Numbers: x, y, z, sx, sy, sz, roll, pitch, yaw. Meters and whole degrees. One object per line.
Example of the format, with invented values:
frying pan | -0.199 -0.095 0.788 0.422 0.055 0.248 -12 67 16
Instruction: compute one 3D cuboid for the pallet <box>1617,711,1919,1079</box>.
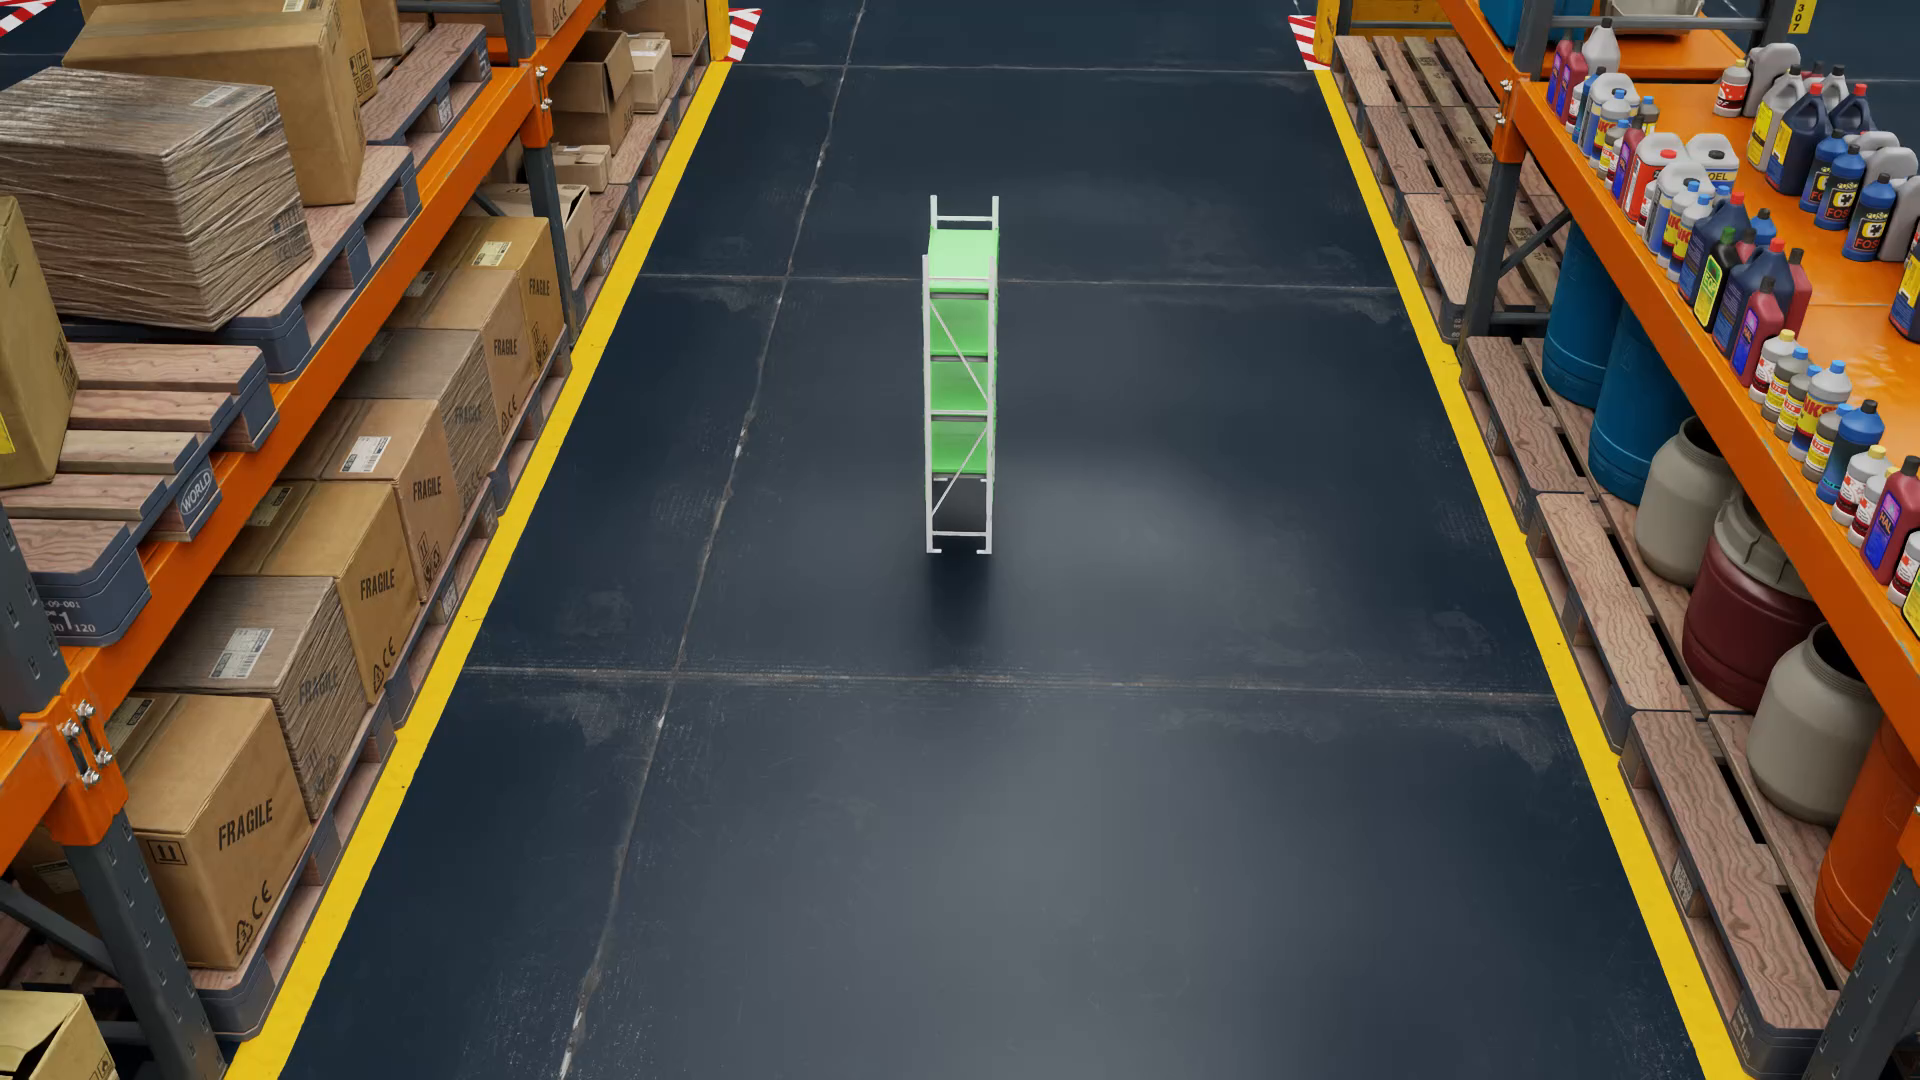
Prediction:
pallet | 2.544 0.968 4.690 1.003 0.211 1.213 1 35 2

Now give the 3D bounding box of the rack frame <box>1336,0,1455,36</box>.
rack frame | 2.876 -4.316 9.782 1.000 3.000 0.127 1 35 2

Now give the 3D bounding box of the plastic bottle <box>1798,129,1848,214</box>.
plastic bottle | 2.862 -1.224 5.494 0.097 0.271 0.097 0 35 0

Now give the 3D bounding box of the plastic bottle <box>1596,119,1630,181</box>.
plastic bottle | 2.265 -1.347 5.731 0.097 0.201 0.097 0 35 0

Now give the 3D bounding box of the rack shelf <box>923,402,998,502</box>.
rack shelf | 0.007 -0.337 6.215 0.258 0.148 0.480 1 35 2

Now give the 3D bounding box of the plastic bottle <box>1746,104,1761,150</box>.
plastic bottle | 2.882 -1.485 5.927 0.097 0.201 0.097 0 35 0

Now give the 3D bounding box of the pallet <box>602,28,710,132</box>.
pallet | -2.108 -2.789 10.036 1.003 0.211 1.213 1 35 2

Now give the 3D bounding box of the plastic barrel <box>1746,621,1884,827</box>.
plastic barrel | 2.490 0.519 4.702 0.421 0.512 0.421 0 35 0

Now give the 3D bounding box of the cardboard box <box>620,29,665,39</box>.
cardboard box | -1.956 -2.904 9.855 0.380 0.166 0.250 1 35 2

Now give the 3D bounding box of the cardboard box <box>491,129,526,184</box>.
cardboard box | -2.465 -1.979 8.413 0.500 0.311 0.500 1 35 2

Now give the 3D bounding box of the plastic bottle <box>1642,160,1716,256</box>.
plastic bottle | 2.269 -1.044 5.235 0.152 0.276 0.135 1 35 2

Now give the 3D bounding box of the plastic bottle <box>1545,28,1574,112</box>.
plastic bottle | 2.274 -1.769 6.260 0.061 0.283 0.133 1 35 2

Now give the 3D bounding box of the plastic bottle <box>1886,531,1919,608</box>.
plastic bottle | 2.167 0.054 3.738 0.097 0.201 0.097 0 35 0

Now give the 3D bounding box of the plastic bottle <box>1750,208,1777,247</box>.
plastic bottle | 2.373 -0.861 4.979 0.097 0.271 0.097 0 35 0

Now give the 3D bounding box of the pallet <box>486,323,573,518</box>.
pallet | -2.229 -0.525 6.813 1.003 0.211 1.213 1 35 2

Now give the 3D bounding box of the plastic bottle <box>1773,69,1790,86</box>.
plastic bottle | 3.045 -1.635 6.141 0.097 0.201 0.097 0 35 0

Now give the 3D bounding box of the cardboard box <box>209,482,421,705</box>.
cardboard box | -2.051 0.163 5.201 0.500 0.500 0.500 1 35 1

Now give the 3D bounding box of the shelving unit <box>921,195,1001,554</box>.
shelving unit | 0.007 -0.586 6.040 0.258 1.200 0.503 1 35 2

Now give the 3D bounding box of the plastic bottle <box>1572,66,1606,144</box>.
plastic bottle | 2.278 -1.565 5.980 0.097 0.271 0.097 0 35 0

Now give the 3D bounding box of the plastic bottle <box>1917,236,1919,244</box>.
plastic bottle | 2.929 -0.878 5.003 0.097 0.271 0.097 0 35 0

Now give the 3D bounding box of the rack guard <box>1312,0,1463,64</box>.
rack guard | 2.863 -3.307 10.521 1.175 0.500 0.348 1 35 2

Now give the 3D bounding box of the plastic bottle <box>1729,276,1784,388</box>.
plastic bottle | 2.190 -0.571 4.555 0.061 0.283 0.133 1 35 2

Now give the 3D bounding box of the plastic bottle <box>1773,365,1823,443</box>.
plastic bottle | 2.196 -0.358 4.324 0.097 0.201 0.097 0 35 0

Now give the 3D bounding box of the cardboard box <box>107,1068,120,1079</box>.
cardboard box | -2.172 1.425 3.640 0.500 0.250 0.500 2 35 3

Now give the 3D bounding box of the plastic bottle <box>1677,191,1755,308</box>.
plastic bottle | 2.251 -0.871 4.924 0.144 0.351 0.185 1 35 2

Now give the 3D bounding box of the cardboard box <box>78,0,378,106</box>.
cardboard box | -2.441 -1.683 5.584 0.700 0.500 0.500 7 36 9

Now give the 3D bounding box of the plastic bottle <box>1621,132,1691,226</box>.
plastic bottle | 2.278 -1.178 5.425 0.152 0.276 0.135 1 35 2

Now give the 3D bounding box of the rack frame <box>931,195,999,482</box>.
rack frame | 0.016 -0.726 6.240 0.240 1.200 0.015 1 35 2

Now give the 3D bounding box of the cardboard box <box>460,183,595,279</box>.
cardboard box | -2.001 -1.450 7.661 0.500 0.311 0.500 1 35 2

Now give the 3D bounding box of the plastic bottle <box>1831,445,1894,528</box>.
plastic bottle | 2.180 -0.135 4.006 0.097 0.201 0.097 0 35 0

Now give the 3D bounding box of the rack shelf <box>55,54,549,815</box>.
rack shelf | -2.315 -0.691 5.250 1.077 0.370 4.000 1 35 2

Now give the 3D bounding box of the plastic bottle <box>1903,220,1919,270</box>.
plastic bottle | 2.995 -0.925 5.130 0.097 0.201 0.097 0 35 0

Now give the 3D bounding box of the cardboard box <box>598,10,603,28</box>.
cardboard box | -2.434 -3.213 10.310 0.380 0.149 0.250 1 35 2

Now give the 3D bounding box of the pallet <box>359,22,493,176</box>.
pallet | -2.376 -1.599 6.083 1.003 0.211 1.213 1 35 2

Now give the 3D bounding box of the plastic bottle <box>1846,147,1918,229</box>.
plastic bottle | 2.982 -1.156 5.394 0.152 0.276 0.135 1 35 2

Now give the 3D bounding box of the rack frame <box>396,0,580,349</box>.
rack frame | -2.234 -2.134 6.678 1.000 3.000 0.127 1 35 2

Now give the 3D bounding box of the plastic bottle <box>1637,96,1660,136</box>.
plastic bottle | 2.426 -1.477 5.915 0.097 0.201 0.097 0 35 0

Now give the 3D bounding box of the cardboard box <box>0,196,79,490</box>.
cardboard box | -2.482 -0.413 3.777 0.700 0.500 0.500 -10 36 -14

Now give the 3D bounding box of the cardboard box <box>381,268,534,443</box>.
cardboard box | -1.996 -0.717 6.453 0.500 0.500 0.500 1 35 2

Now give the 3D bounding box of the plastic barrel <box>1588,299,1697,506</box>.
plastic barrel | 2.648 -0.612 5.972 0.600 0.901 0.708 1 35 2

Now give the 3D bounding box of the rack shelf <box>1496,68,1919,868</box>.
rack shelf | 2.635 -0.574 5.084 1.077 0.370 4.000 1 35 2

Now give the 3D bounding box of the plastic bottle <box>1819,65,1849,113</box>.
plastic bottle | 3.005 -1.462 5.764 0.144 0.351 0.185 1 35 2

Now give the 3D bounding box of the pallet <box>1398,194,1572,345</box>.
pallet | 2.706 -1.300 7.916 1.003 0.211 1.213 1 35 2
